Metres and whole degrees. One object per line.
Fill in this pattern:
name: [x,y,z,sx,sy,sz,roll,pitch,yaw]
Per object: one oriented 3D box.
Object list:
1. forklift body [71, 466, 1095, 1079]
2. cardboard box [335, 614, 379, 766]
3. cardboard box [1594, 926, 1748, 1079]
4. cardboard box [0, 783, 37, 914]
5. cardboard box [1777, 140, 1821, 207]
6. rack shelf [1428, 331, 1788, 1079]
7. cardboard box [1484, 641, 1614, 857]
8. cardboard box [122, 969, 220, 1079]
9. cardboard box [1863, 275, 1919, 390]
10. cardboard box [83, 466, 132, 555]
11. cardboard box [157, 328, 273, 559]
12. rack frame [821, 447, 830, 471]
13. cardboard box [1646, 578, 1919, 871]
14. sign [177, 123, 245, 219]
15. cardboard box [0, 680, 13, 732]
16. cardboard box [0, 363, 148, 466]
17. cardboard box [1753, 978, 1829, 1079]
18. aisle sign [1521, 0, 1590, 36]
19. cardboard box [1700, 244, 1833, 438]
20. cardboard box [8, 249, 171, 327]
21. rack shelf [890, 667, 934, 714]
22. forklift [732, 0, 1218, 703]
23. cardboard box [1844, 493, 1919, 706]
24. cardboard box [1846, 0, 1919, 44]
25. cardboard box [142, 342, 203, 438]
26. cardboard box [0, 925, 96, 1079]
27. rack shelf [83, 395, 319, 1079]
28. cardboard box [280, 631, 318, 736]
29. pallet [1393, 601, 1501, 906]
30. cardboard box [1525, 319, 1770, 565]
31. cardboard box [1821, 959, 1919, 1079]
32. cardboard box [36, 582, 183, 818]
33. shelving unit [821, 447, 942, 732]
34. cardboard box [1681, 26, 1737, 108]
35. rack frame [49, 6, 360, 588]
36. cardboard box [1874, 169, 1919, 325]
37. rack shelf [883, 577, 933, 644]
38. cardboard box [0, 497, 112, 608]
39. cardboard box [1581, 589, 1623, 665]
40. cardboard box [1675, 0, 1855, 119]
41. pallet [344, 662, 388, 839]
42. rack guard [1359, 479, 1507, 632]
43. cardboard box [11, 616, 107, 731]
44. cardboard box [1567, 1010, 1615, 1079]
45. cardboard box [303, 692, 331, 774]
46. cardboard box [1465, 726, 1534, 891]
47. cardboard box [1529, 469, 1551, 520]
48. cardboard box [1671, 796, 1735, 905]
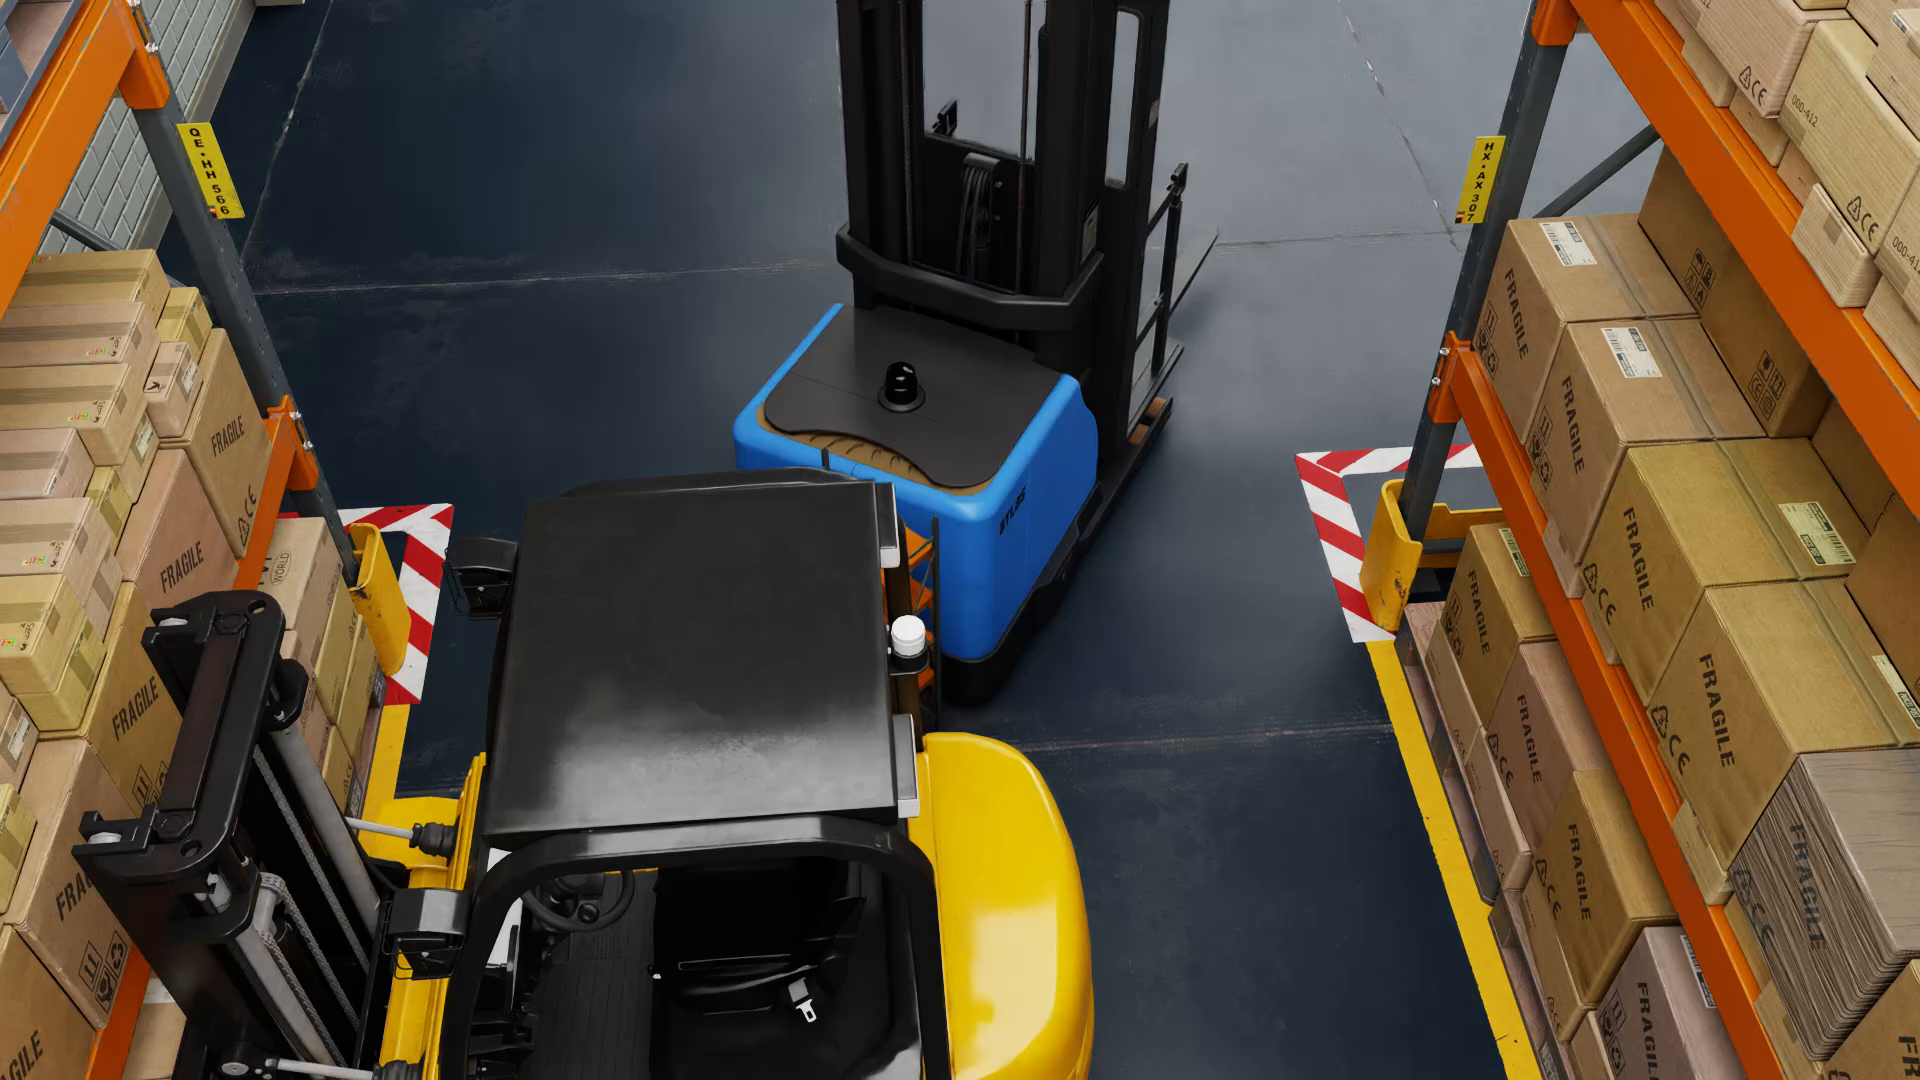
forklift body: [-0.766,0.975,4.482,2.313,2.155,1.214,-3,47,-3]
cardboard box: [-2.389,0.544,5.910,0.500,0.250,0.500,-3,47,-3]
cardboard box: [2.133,1.406,4.577,0.500,0.500,0.500,-1,47,-1]
cardboard box: [-2.282,0.692,3.650,0.380,0.149,0.250,-4,47,-4]
cardboard box: [2.078,-0.820,3.704,0.380,0.149,0.250,-5,47,-5]
rack shelf: [2.370,0.812,4.547,1.077,0.370,4.000,-3,47,-3]
cardboard box: [2.045,0.656,5.287,0.500,0.500,0.500,-5,47,-5]
cardboard box: [-2.258,1.294,4.511,0.500,0.250,0.500,-4,47,-4]
cardboard box: [2.082,-0.445,3.349,0.380,0.149,0.250,-5,47,-4]
cardboard box: [-2.414,-0.047,4.350,0.380,0.149,0.250,-4,47,-4]
cardboard box: [-2.440,-0.272,5.010,0.500,0.500,0.500,-4,47,-4]
rack frame: [-0.521,0.172,5.897,0.015,1.200,0.240,32,54,27]
cardboard box: [2.107,0.451,4.120,0.500,0.500,0.500,-4,47,-4]
sign: [-2.201,-1.081,4.883,0.100,0.325,0.005,-3,47,-3]
cardboard box: [-2.369,0.418,3.704,0.380,0.149,0.250,-3,47,-3]
cardboard box: [-2.403,-0.327,4.410,0.380,0.149,0.250,-3,47,-2]
cardboard box: [2.119,1.149,3.905,0.380,0.149,0.250,-4,47,-4]
aisle sign: [1.889,-1.802,4.737,0.394,0.787,0.004,-3,47,-3]
cardboard box: [2.498,-0.640,4.464,0.700,0.500,0.500,-3,47,-3]
cardboard box: [-2.503,-0.692,4.755,0.380,0.149,0.250,-3,47,-3]
rack shelf: [-0.336,0.470,5.981,0.480,0.148,0.258,32,54,27]
forklift: [0.282,-1.479,6.268,1.130,2.935,3.031,19,50,17]
cardboard box: [2.547,0.092,3.771,0.700,0.500,0.500,-4,47,-4]
cardboard box: [2.089,-1.107,3.427,0.380,0.149,0.250,-4,47,-3]
cardboard box: [-2.384,-0.419,4.701,0.380,0.149,0.250,-3,47,-3]
cardboard box: [-2.289,1.202,3.613,0.500,0.500,0.500,-4,47,-4]
rack shelf: [-2.576,1.116,4.259,1.077,0.370,4.000,-3,47,-3]
cardboard box: [-2.345,0.562,5.204,0.500,0.250,0.500,-3,47,-3]
pallet: [2.242,0.721,6.058,1.003,0.211,1.213,-3,47,-3]
cardboard box: [2.013,-0.285,4.817,0.500,0.500,0.500,-2,47,-2]
cardboard box: [2.203,1.196,3.414,0.500,0.500,0.500,-2,47,-2]
cardboard box: [-2.363,0.474,4.303,0.500,0.500,0.500,-4,47,-4]
shelving unit: [-0.336,0.287,5.788,0.503,1.200,0.258,32,54,27]
cardboard box: [2.006,-1.190,4.054,0.380,0.149,0.250,-2,47,-2]
rack frame: [-2.743,-0.578,5.368,1.000,3.000,0.127,-3,47,-3]
cardboard box: [2.103,-0.476,3.104,0.500,0.250,0.500,-3,47,-2]
rack shelf: [-0.336,0.180,5.674,0.480,0.148,0.258,32,54,27]
cardboard box: [-2.323,0.039,4.063,0.380,0.149,0.250,-2,47,-2]
cardboard box: [2.032,0.212,4.792,0.380,0.149,0.250,-2,47,-2]
cardboard box: [2.012,-1.220,3.808,0.500,0.250,0.500,-4,47,-4]
pallet: [-2.637,0.931,5.859,1.003,0.211,1.213,-3,47,-3]
rack guard: [2.209,0.032,6.512,1.175,0.500,0.348,-3,47,-3]
cardboard box: [-2.303,0.325,3.997,0.380,0.149,0.250,-3,47,-3]
cardboard box: [2.128,1.648,4.864,0.500,0.250,0.500,-3,47,-3]
cardboard box: [-2.360,0.748,5.373,0.500,0.250,0.500,-4,47,-4]
cardboard box: [2.030,0.889,5.583,0.500,0.250,0.500,-2,47,-2]
cardboard box: [2.002,-0.159,5.144,0.380,0.149,0.250,-5,47,-5]
cardboard box: [2.069,0.778,4.257,0.380,0.149,0.250,-3,47,-3]
